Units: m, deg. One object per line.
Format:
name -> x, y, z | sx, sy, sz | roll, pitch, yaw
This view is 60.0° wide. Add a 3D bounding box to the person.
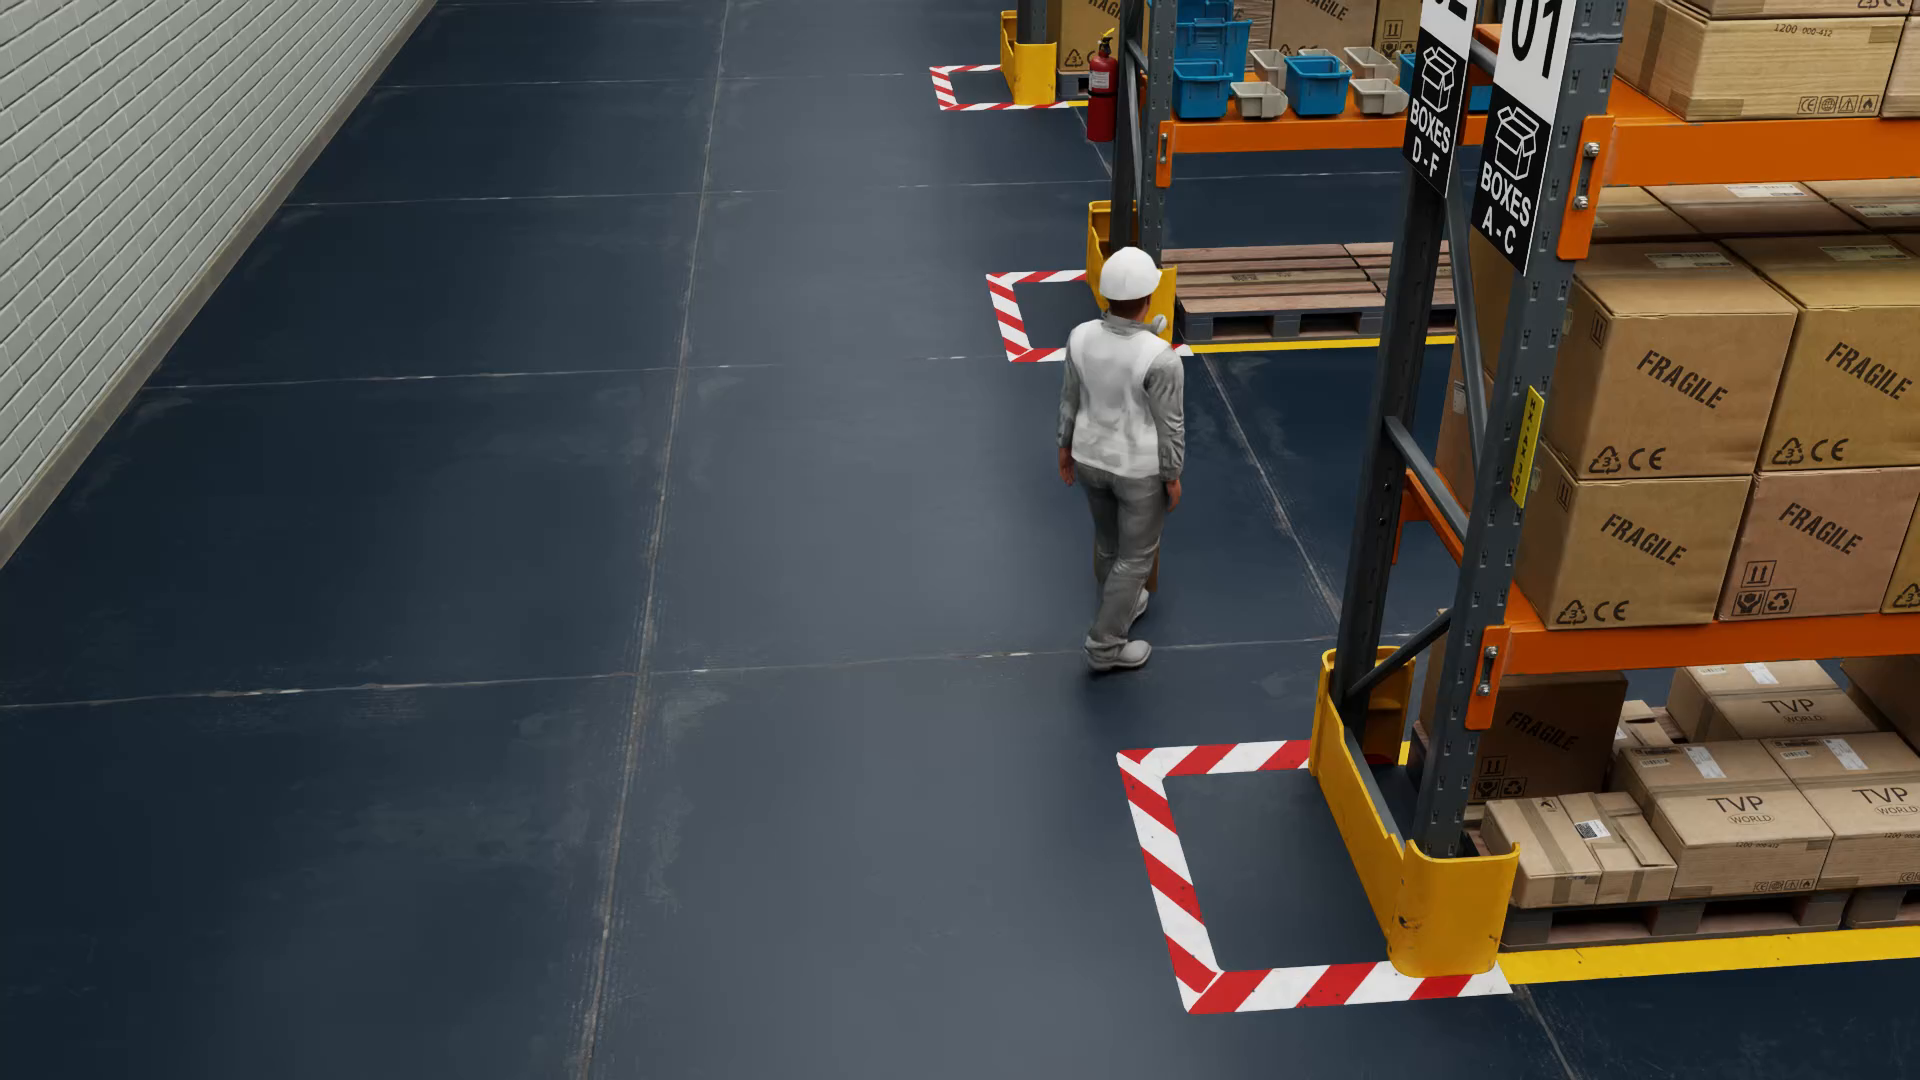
person -> 0.673, -0.340, 6.666 | 0.564, 1.776, 0.620 | 22, 37, 32
